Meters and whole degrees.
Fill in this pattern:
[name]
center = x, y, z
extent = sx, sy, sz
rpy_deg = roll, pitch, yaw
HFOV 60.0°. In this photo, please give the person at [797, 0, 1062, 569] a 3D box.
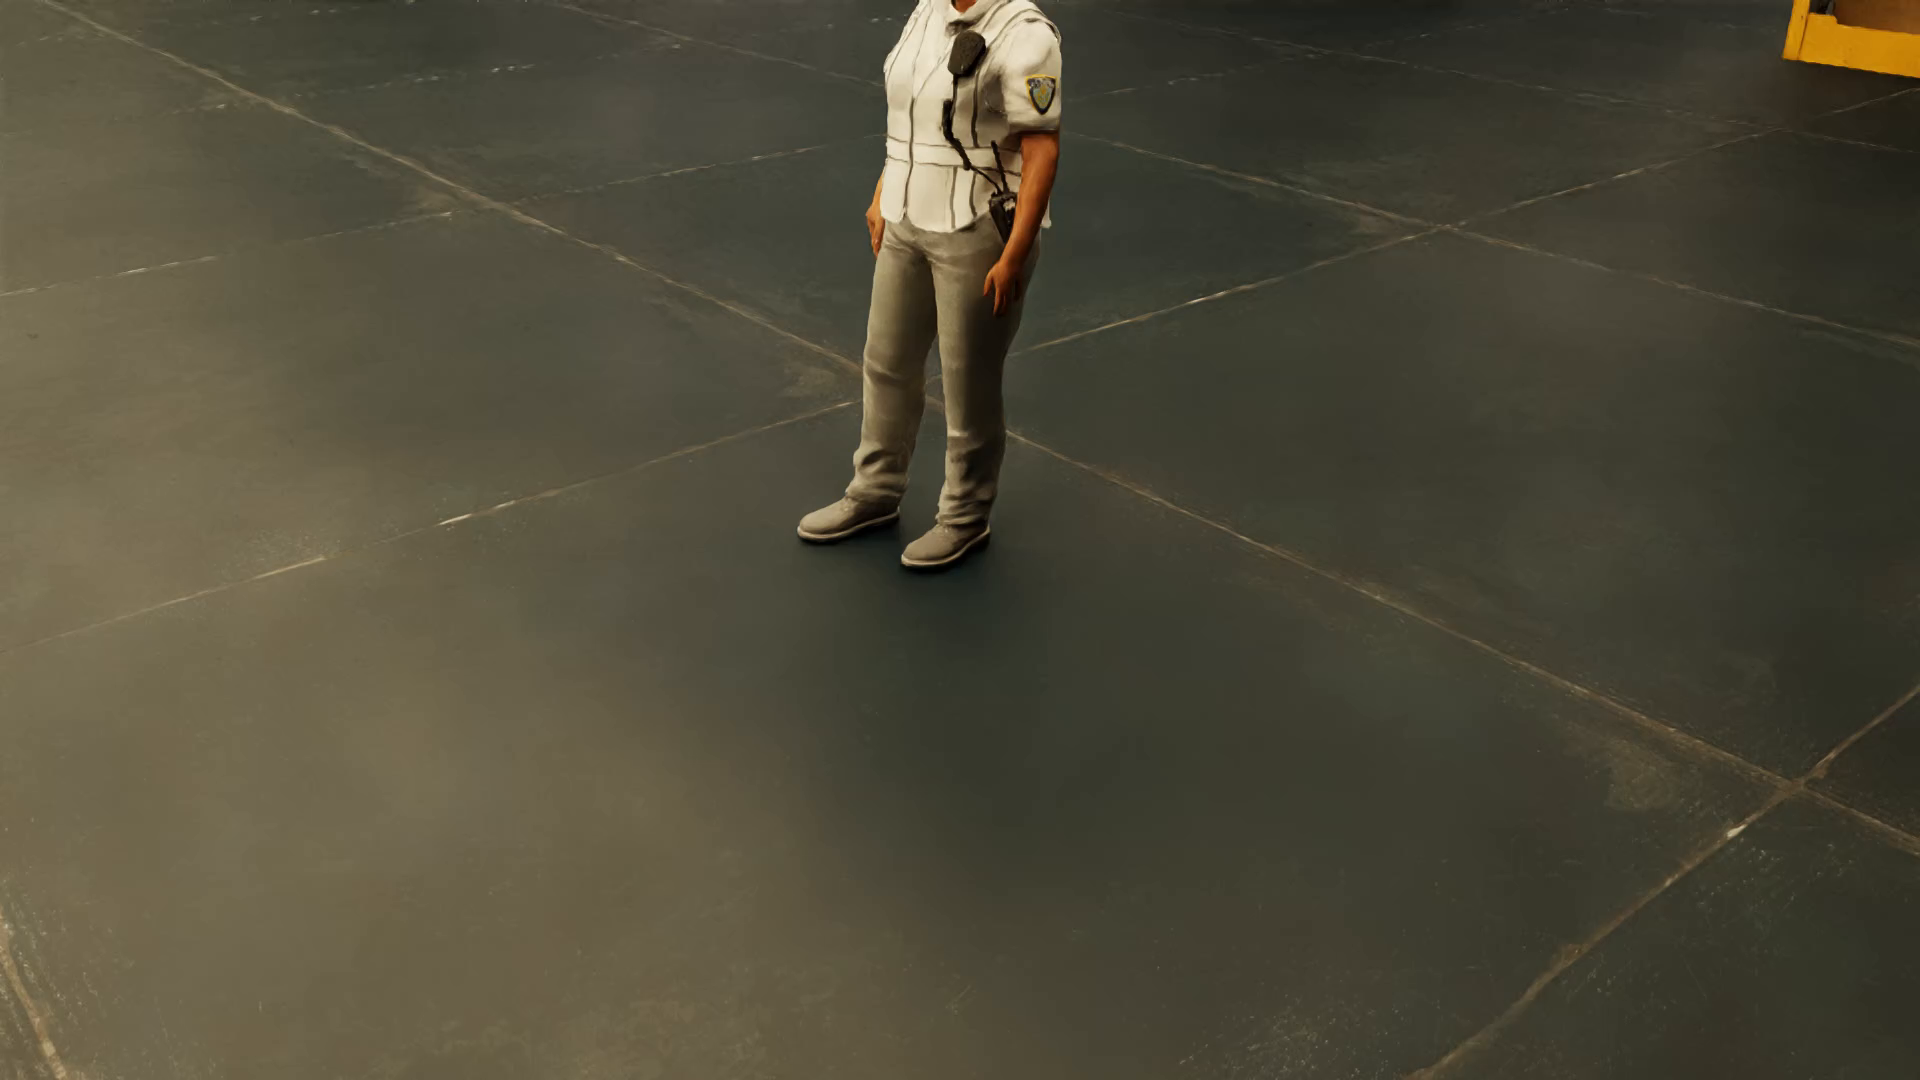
[person]
center = -0.073, -0.739, 4.099
extent = 0.529, 1.669, 0.598
rpy_deg = -20, 33, -35
